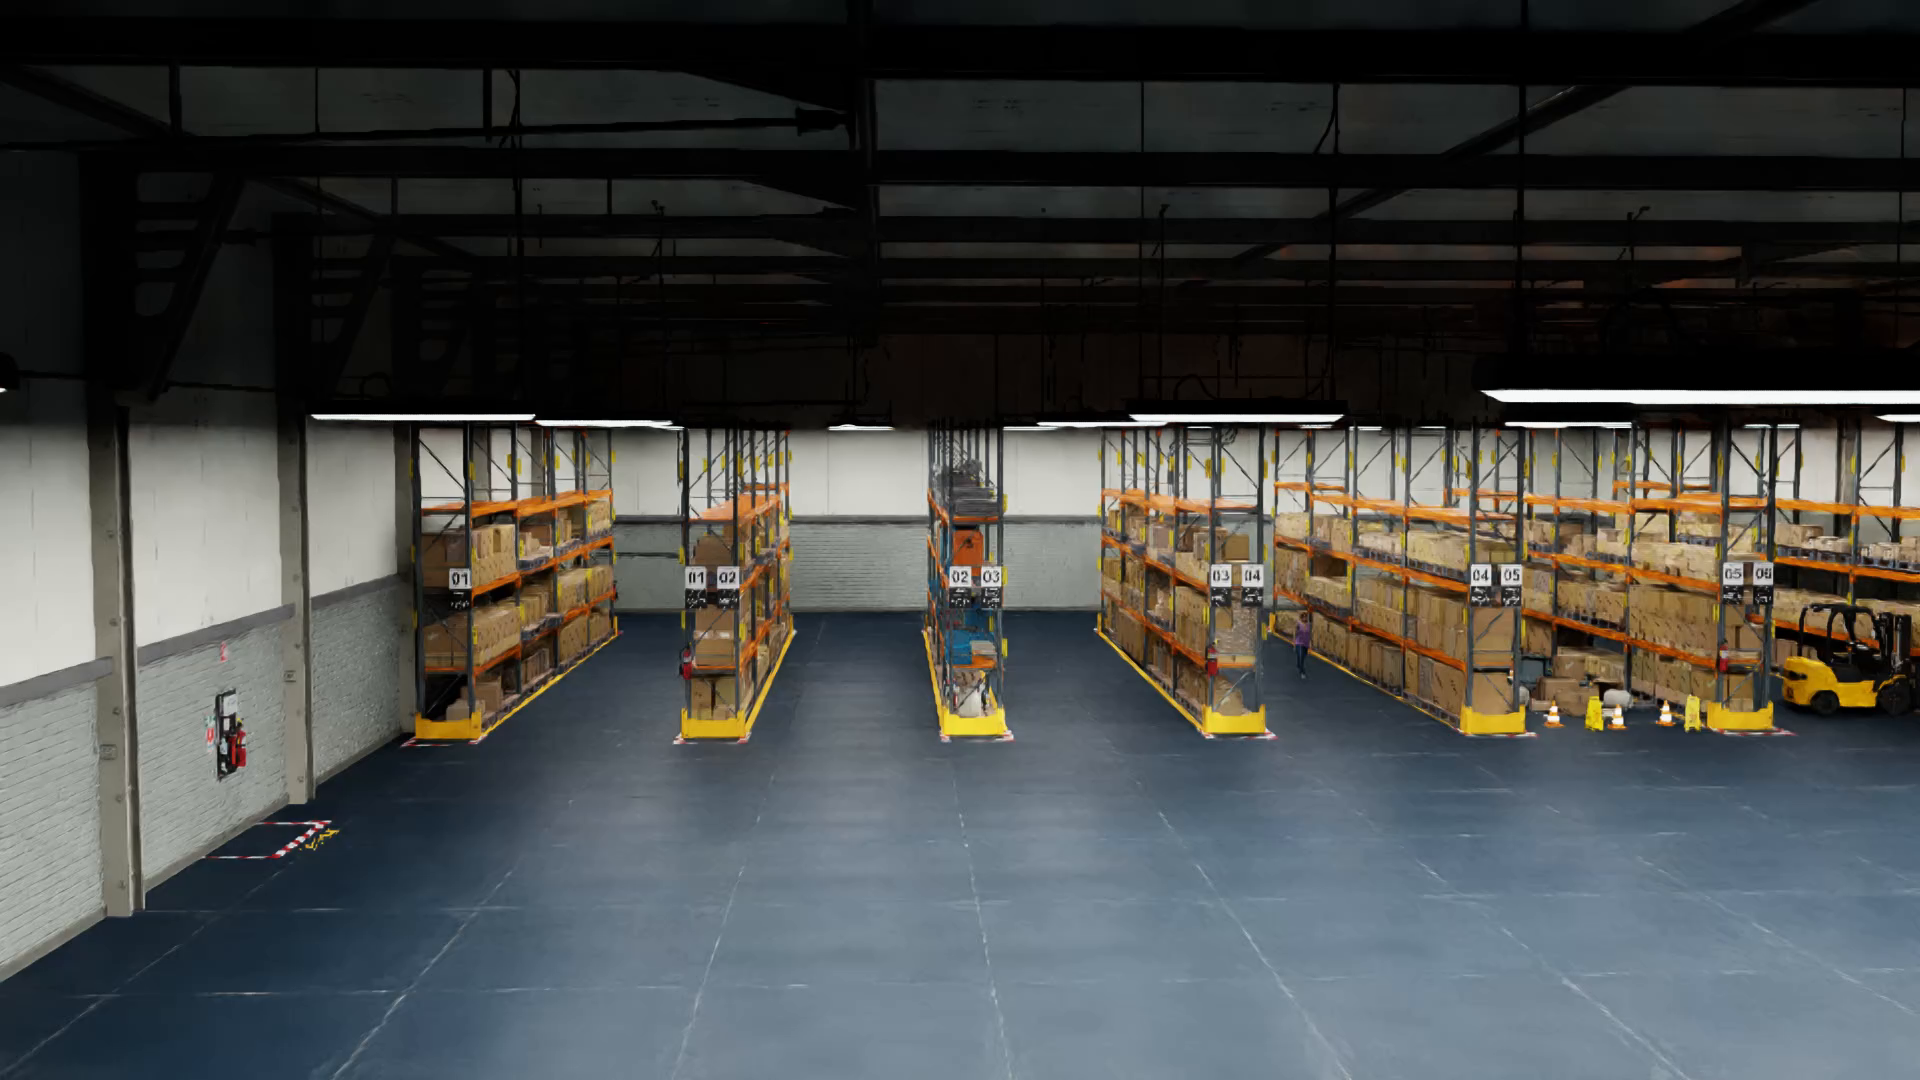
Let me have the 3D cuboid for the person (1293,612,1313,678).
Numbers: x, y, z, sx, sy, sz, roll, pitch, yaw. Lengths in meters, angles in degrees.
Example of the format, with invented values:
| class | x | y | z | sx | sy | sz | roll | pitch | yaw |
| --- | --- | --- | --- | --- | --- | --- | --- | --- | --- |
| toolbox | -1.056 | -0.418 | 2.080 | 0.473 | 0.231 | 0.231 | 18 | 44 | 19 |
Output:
| class | x | y | z | sx | sy | sz | roll | pitch | yaw |
| --- | --- | --- | --- | --- | --- | --- | --- | --- | --- |
| person | 8.017 | 2.419 | 38.805 | 0.413 | 1.517 | 1.041 | 0 | 4 | -5 |
